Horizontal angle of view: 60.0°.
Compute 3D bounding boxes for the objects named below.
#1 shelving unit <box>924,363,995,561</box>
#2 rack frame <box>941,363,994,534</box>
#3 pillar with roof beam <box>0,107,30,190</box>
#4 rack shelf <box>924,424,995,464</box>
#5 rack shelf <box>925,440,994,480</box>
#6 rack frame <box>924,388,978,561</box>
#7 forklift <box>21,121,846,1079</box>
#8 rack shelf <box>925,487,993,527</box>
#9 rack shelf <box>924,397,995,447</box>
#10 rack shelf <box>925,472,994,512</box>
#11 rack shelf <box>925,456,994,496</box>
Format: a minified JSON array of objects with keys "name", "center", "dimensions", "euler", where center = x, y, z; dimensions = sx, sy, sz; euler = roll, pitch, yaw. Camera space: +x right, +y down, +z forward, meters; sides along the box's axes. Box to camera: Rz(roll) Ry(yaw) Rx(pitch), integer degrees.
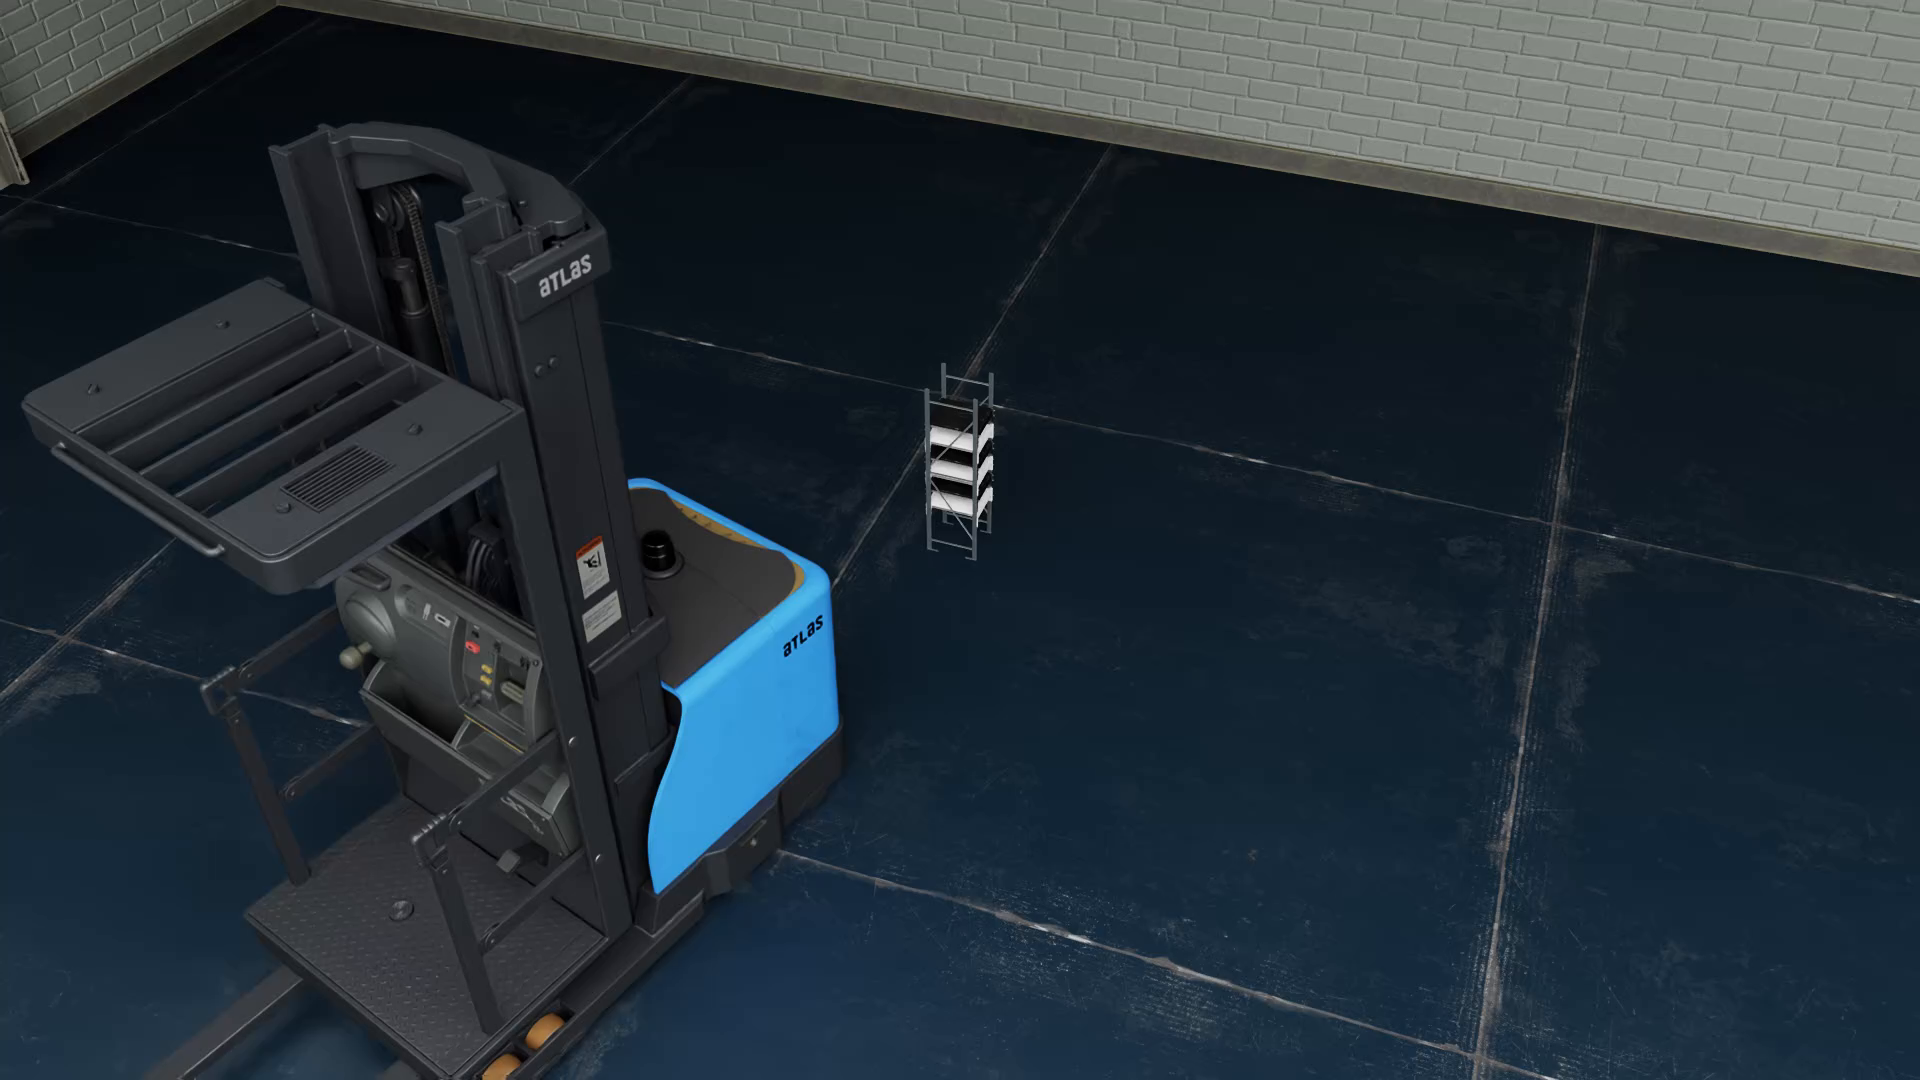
[{"name":"shelving unit","center":[-0.003,-0.337,7.406],"dimensions":[0.258,0.900,0.210],"euler":[13,42,15]},{"name":"rack frame","center":[0.032,-0.399,7.478],"dimensions":[0.240,0.900,0.006],"euler":[13,42,15]},{"name":"pillar with roof beam","center":[-1.928,-4.608,6.171],"dimensions":[9.100,9.000,0.400],"euler":[13,42,15]},{"name":"rack shelf","center":[-0.003,-0.449,7.311],"dimensions":[0.258,0.077,0.200],"euler":[13,42,15]},{"name":"rack shelf","center":[-0.003,-0.380,7.369],"dimensions":[0.258,0.077,0.200],"euler":[13,42,15]},{"name":"rack frame","center":[-0.038,-0.275,7.333],"dimensions":[0.240,0.900,0.006],"euler":[13,42,15]},{"name":"forklift","center":[-1.732,0.392,4.986],"dimensions":[1.130,2.935,3.031],"euler":[26,47,27]},{"name":"rack shelf","center":[-0.003,-0.175,7.544],"dimensions":[0.258,0.077,0.200],"euler":[13,42,15]},{"name":"rack shelf","center":[-0.003,-0.517,7.252],"dimensions":[0.258,0.077,0.200],"euler":[13,42,15]},{"name":"rack shelf","center":[-0.003,-0.244,7.486],"dimensions":[0.258,0.077,0.200],"euler":[13,42,15]},{"name":"rack shelf","center":[-0.003,-0.312,7.427],"dimensions":[0.258,0.077,0.200],"euler":[13,42,15]}]
